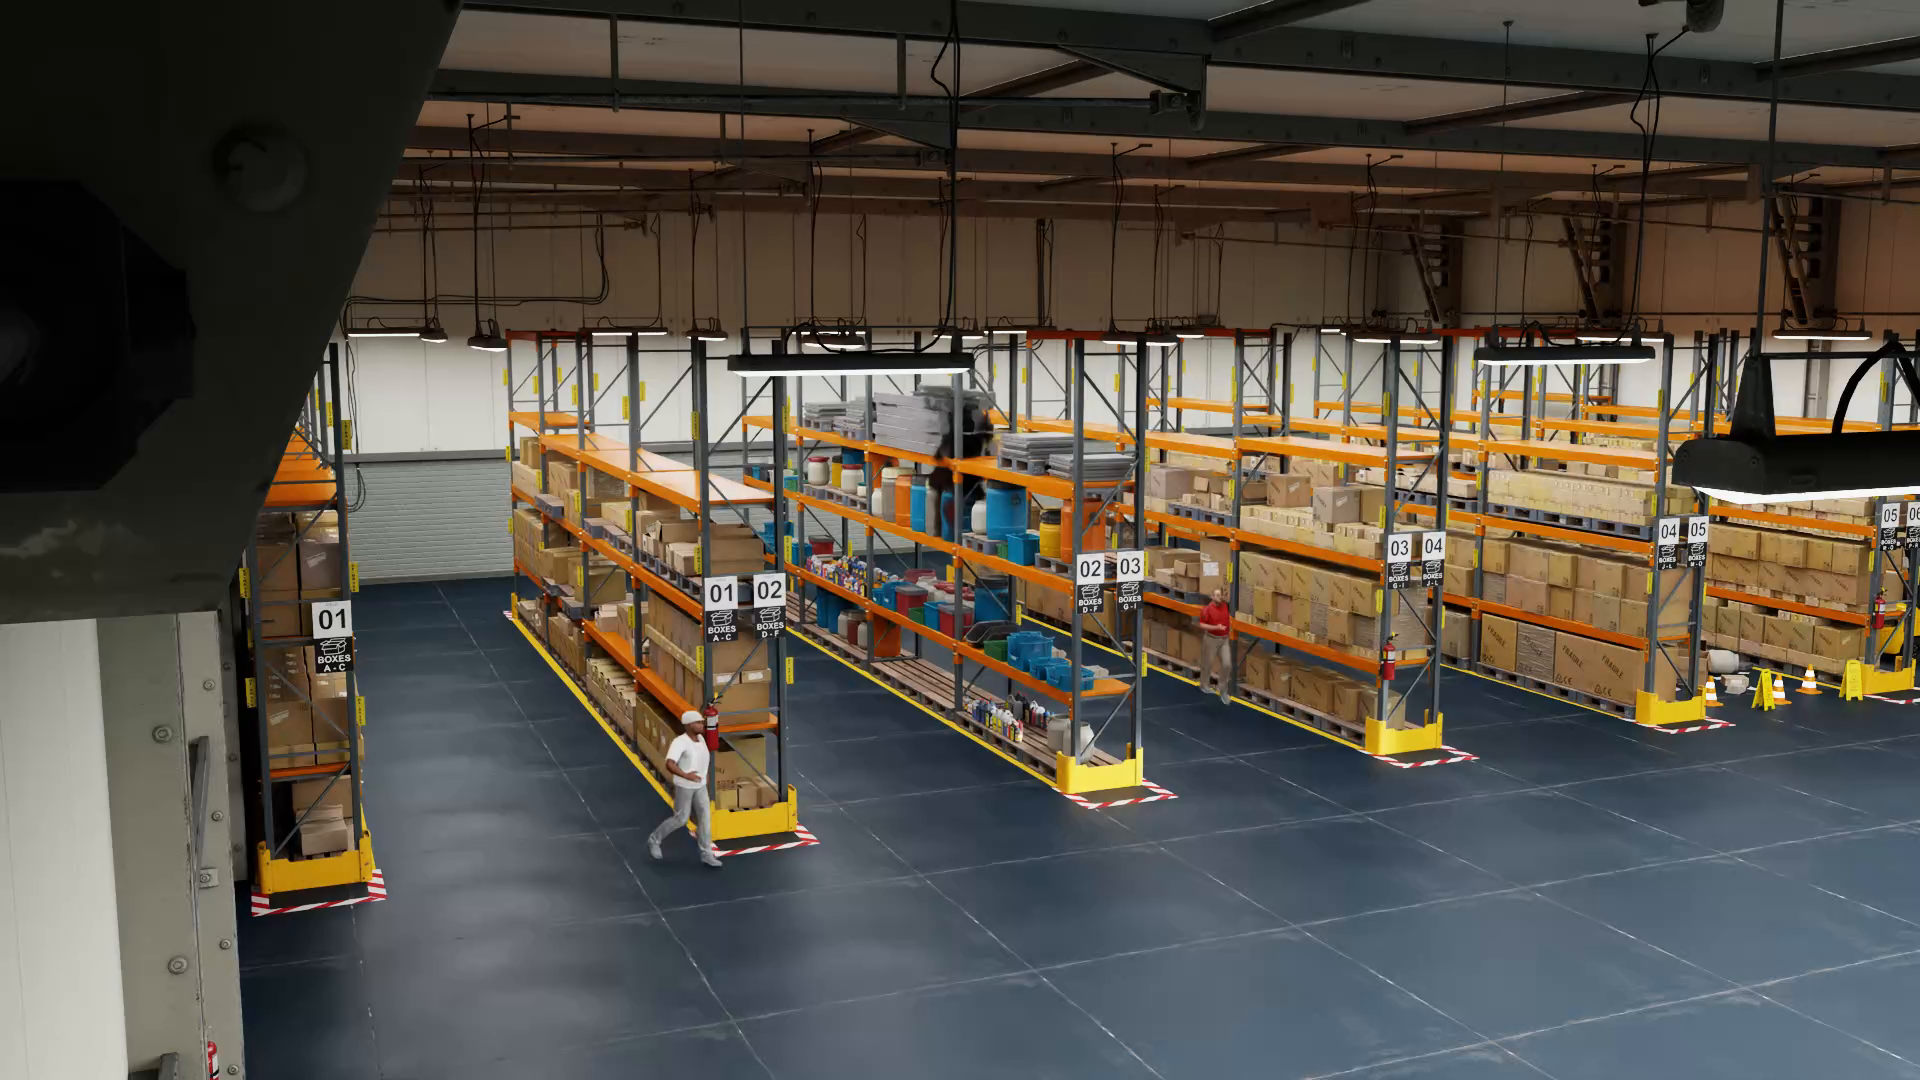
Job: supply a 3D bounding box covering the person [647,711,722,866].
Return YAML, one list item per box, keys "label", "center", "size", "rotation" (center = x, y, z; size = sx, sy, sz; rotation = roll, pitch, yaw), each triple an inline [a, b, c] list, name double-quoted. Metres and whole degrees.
- label: "person"
  center: [-3.093, 2.849, 19.270]
  size: [0.971, 1.731, 0.762]
  rotation: [4, 9, 27]

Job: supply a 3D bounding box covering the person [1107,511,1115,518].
- label: "person"
  center: [3.539, 0.173, 39.157]
  size: [0.622, 1.726, 0.829]
  rotation: [-1, 8, -8]

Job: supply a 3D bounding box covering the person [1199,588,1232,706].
- label: "person"
  center: [4.050, 1.677, 26.188]
  size: [0.638, 1.856, 0.747]
  rotation: [-3, 8, -23]

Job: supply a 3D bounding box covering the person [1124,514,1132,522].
- label: "person"
  center: [3.846, -0.131, 41.669]
  size: [0.861, 1.613, 0.734]
  rotation: [-1, 8, -8]

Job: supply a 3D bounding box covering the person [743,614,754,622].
- label: "person"
  center: [-3.664, 1.498, 29.162]
  size: [0.669, 1.846, 0.828]
  rotation: [-5, 9, -34]
